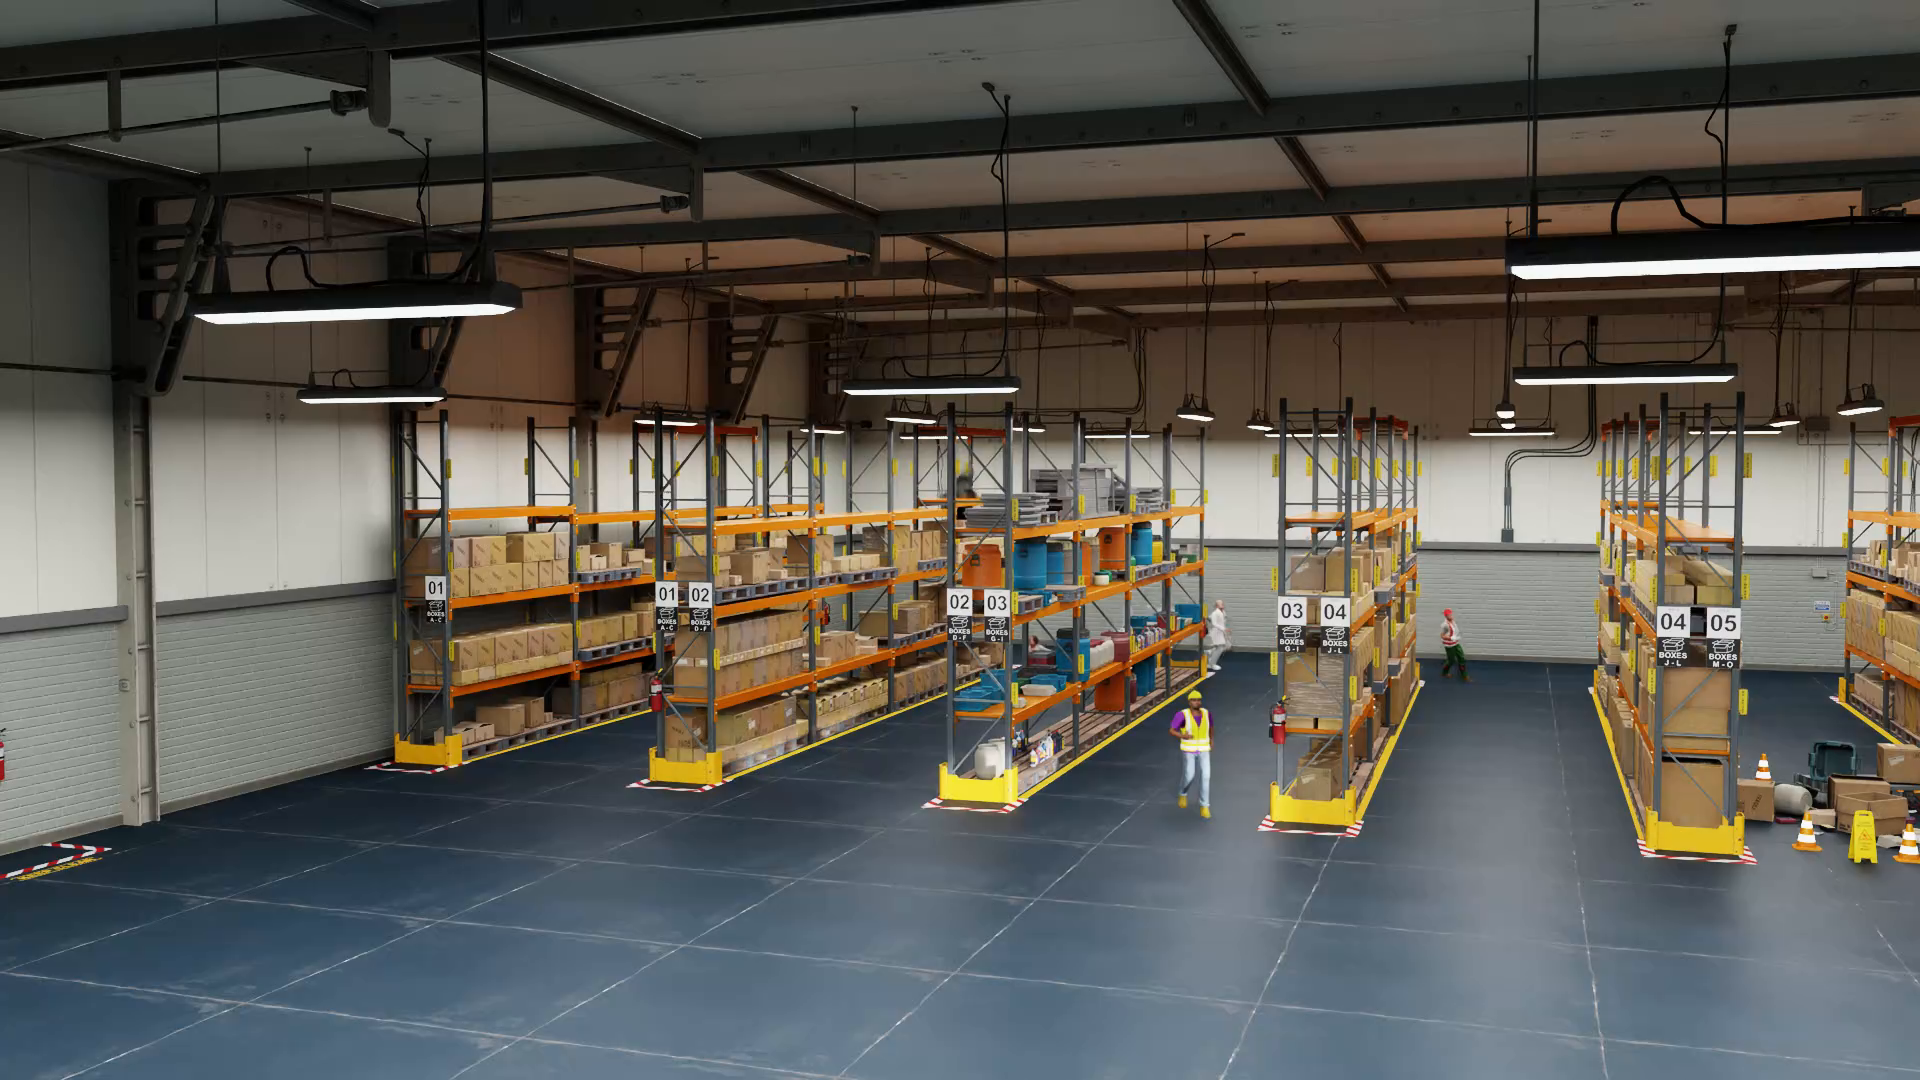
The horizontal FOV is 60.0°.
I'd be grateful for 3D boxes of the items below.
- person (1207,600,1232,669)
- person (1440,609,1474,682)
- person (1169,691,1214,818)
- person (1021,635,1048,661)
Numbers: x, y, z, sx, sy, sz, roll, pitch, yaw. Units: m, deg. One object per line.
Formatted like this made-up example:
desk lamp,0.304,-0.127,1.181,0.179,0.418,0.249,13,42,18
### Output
person,6.504,2.354,41.553,0.689,1.729,0.746,1,3,31
person,11.552,2.476,39.118,0.835,1.753,0.763,-2,3,-39
person,3.397,3.074,24.100,0.715,1.788,0.847,-1,2,-12
person,1.547,2.742,34.169,0.562,1.621,0.861,1,3,23
